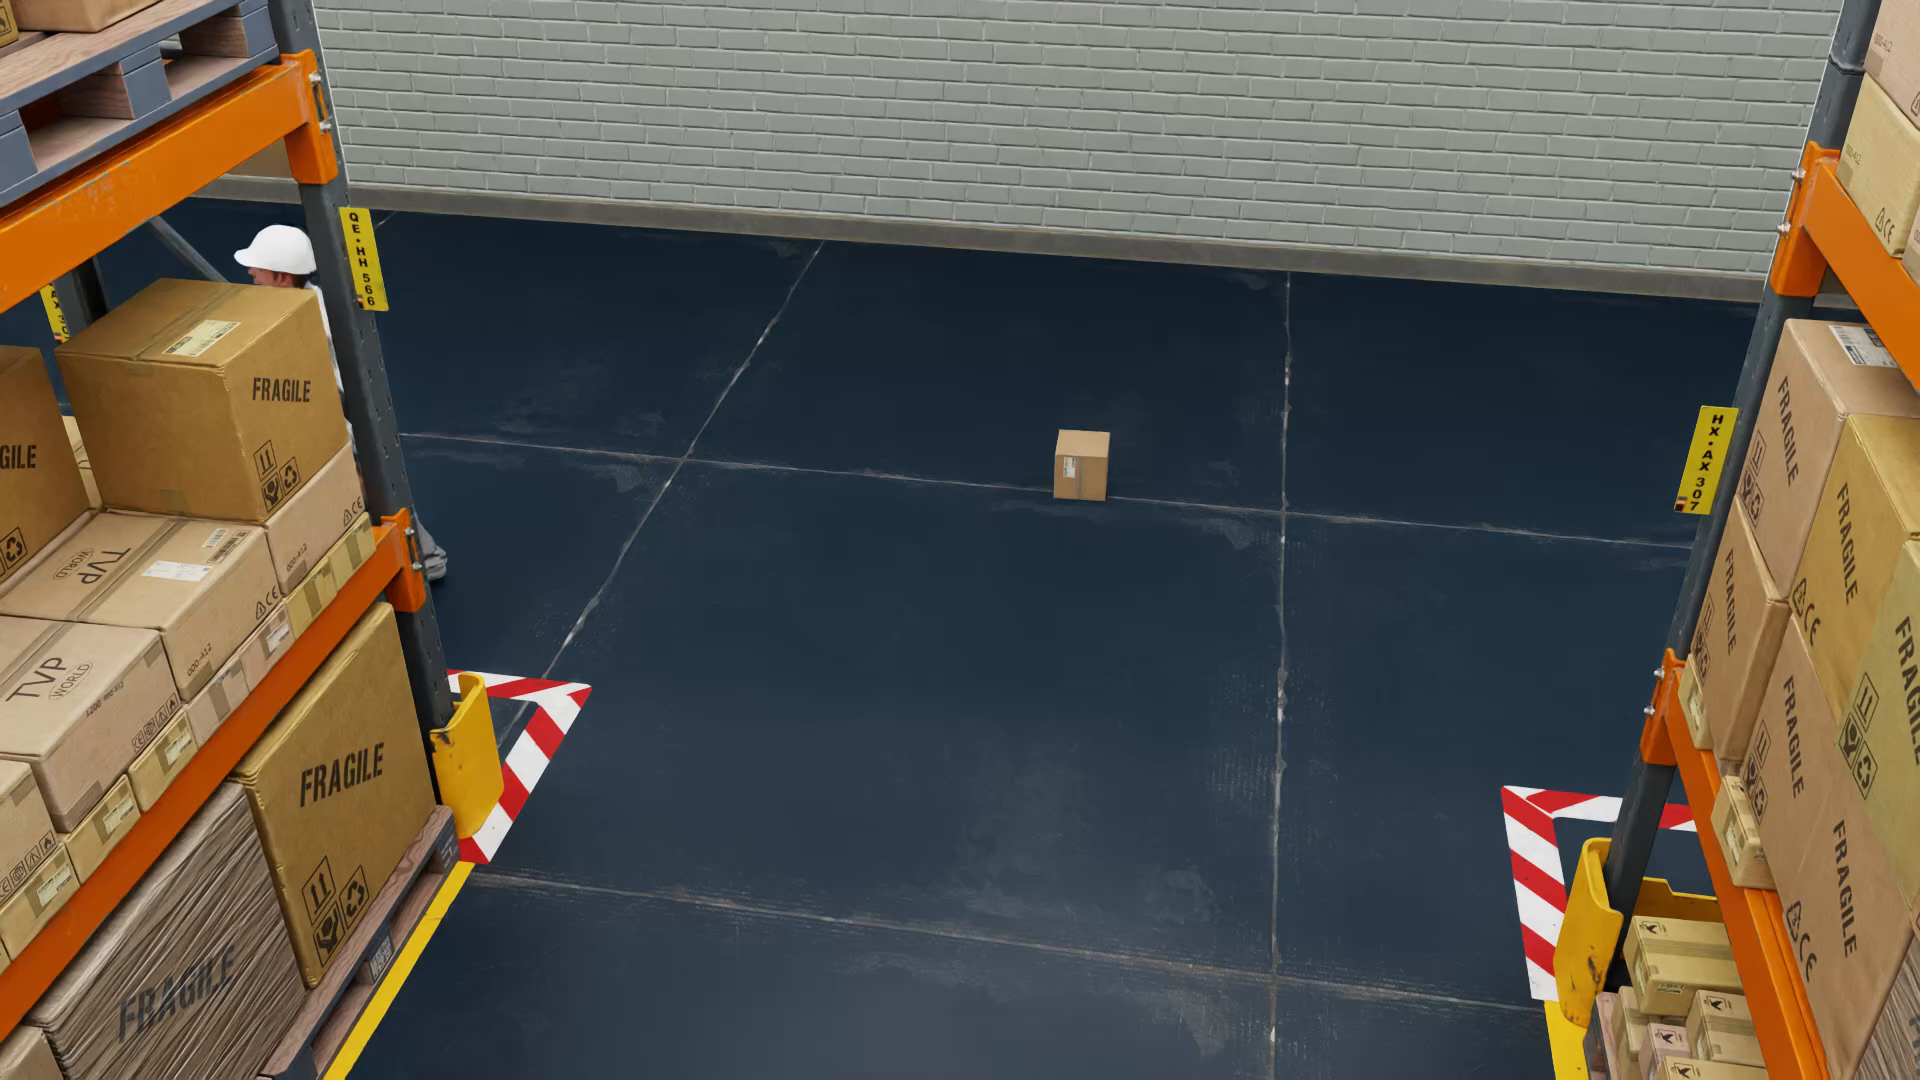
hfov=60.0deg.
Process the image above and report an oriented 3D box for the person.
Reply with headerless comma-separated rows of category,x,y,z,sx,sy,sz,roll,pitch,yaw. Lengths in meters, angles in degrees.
person,-2.751,-0.473,6.837,0.997,1.715,0.560,-6,33,-9
